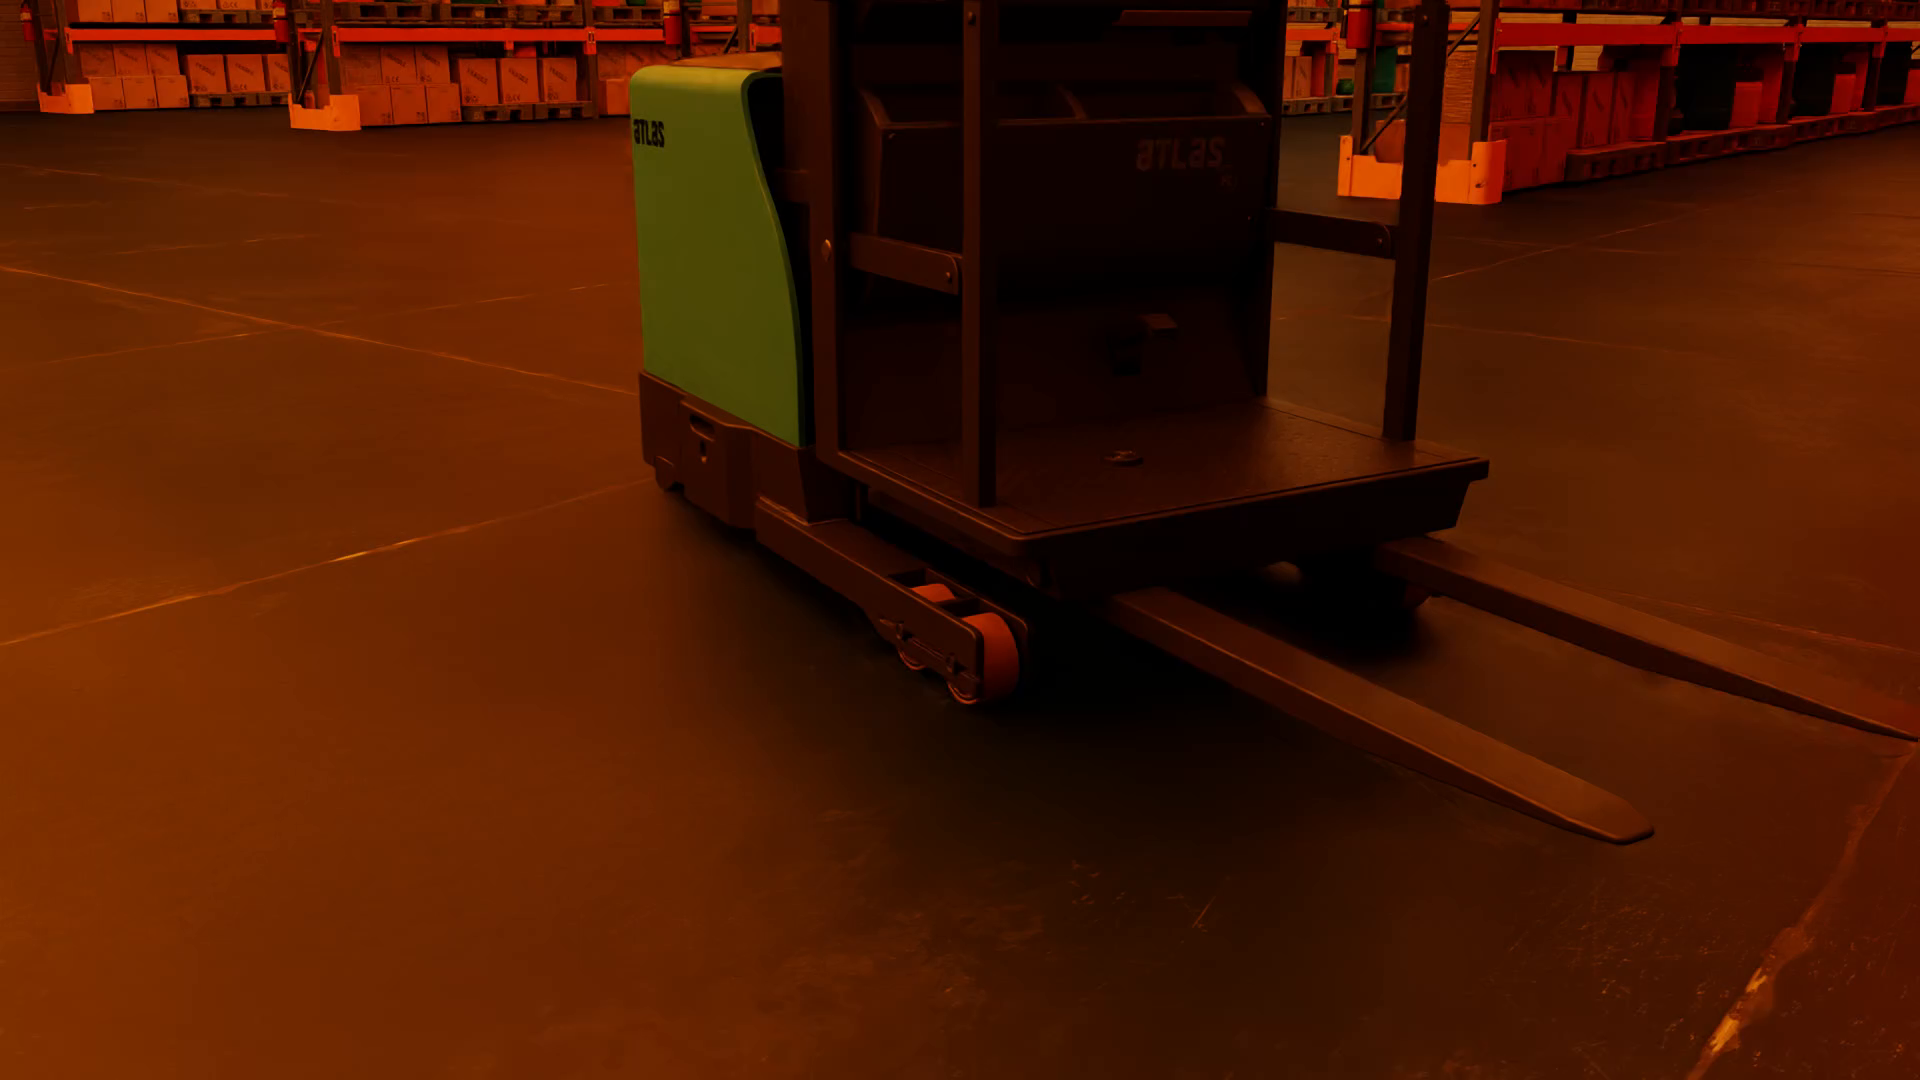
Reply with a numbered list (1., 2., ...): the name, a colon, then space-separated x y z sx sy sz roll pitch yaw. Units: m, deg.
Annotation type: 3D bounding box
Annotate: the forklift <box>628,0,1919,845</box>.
1. forklift: 0.329 -1.258 3.041 1.130 2.935 3.031 -9 19 -28
